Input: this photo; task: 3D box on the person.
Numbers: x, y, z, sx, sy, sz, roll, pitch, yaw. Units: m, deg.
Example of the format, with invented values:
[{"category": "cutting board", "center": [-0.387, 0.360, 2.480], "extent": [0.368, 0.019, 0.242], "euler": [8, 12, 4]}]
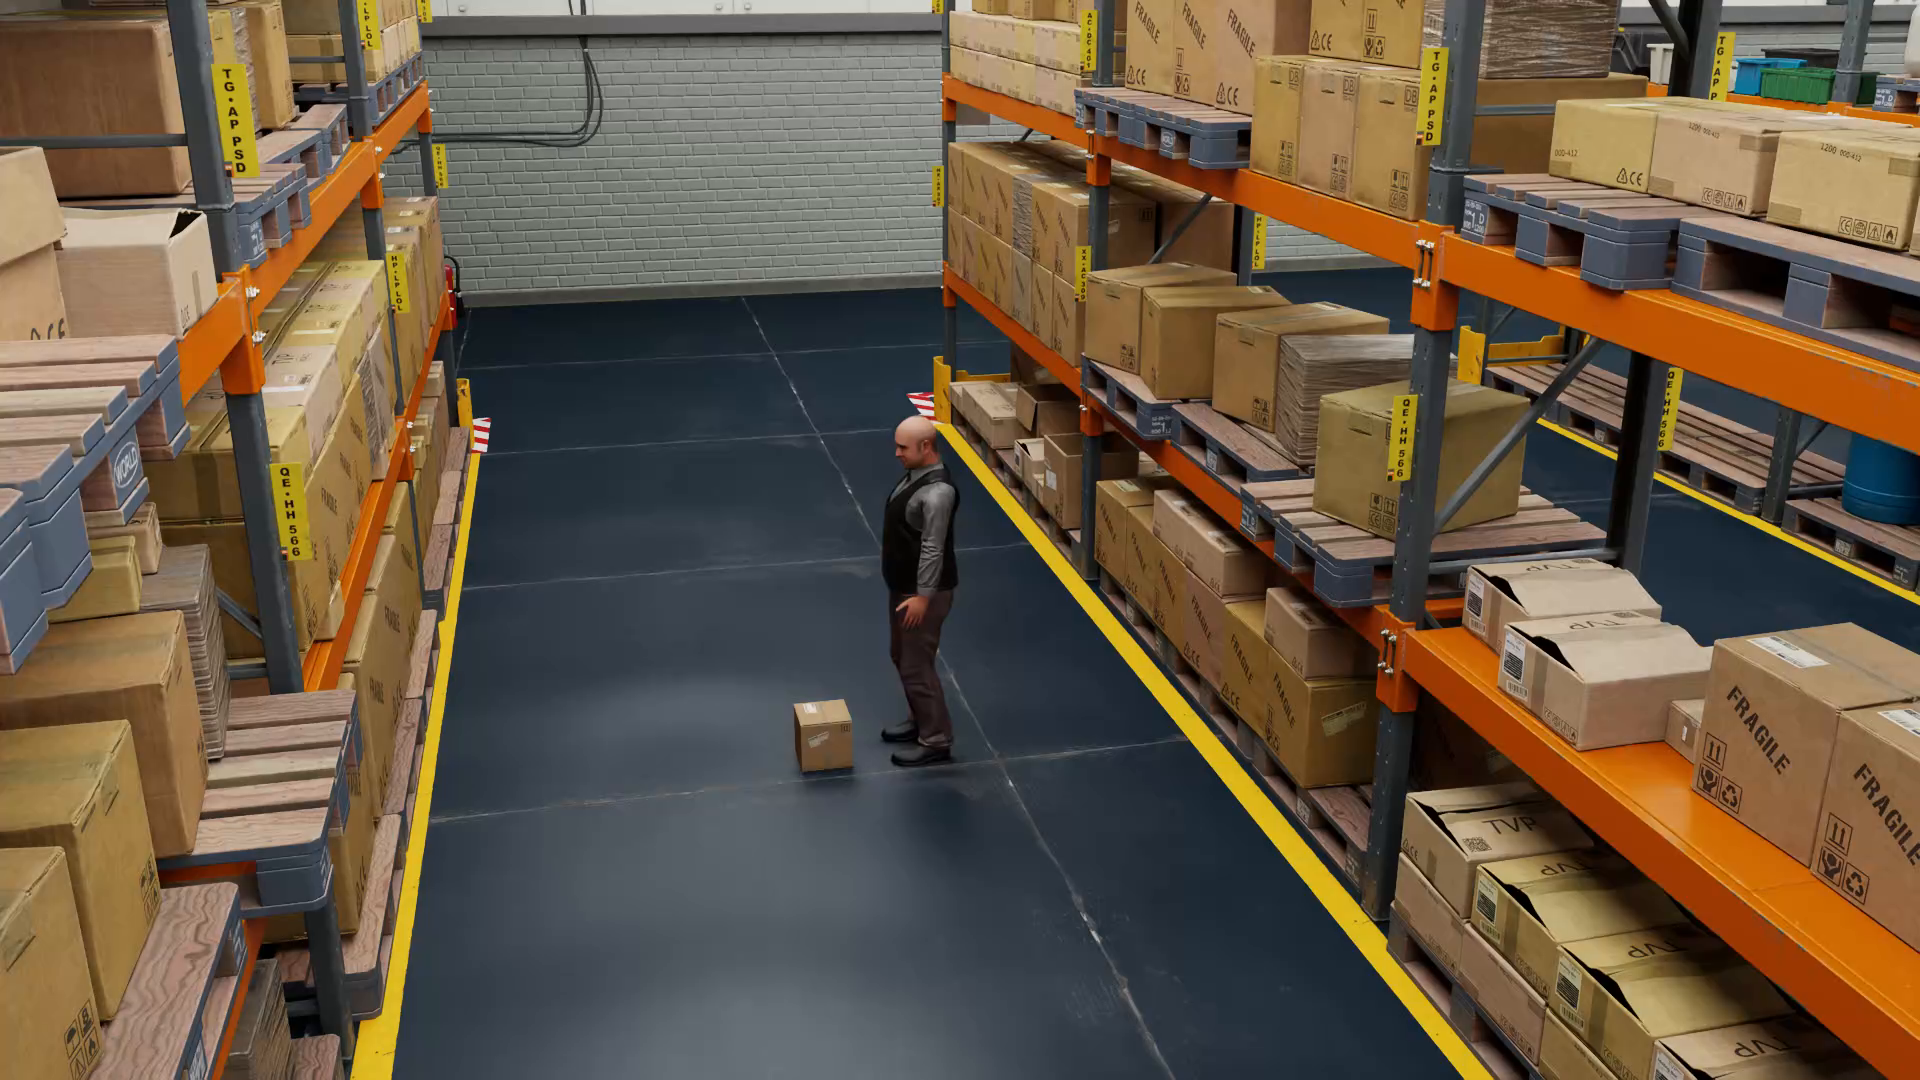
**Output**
[{"category": "person", "center": [-0.190, 0.238, 7.962], "extent": [0.357, 1.712, 0.536], "euler": [-4, 20, -11]}]
